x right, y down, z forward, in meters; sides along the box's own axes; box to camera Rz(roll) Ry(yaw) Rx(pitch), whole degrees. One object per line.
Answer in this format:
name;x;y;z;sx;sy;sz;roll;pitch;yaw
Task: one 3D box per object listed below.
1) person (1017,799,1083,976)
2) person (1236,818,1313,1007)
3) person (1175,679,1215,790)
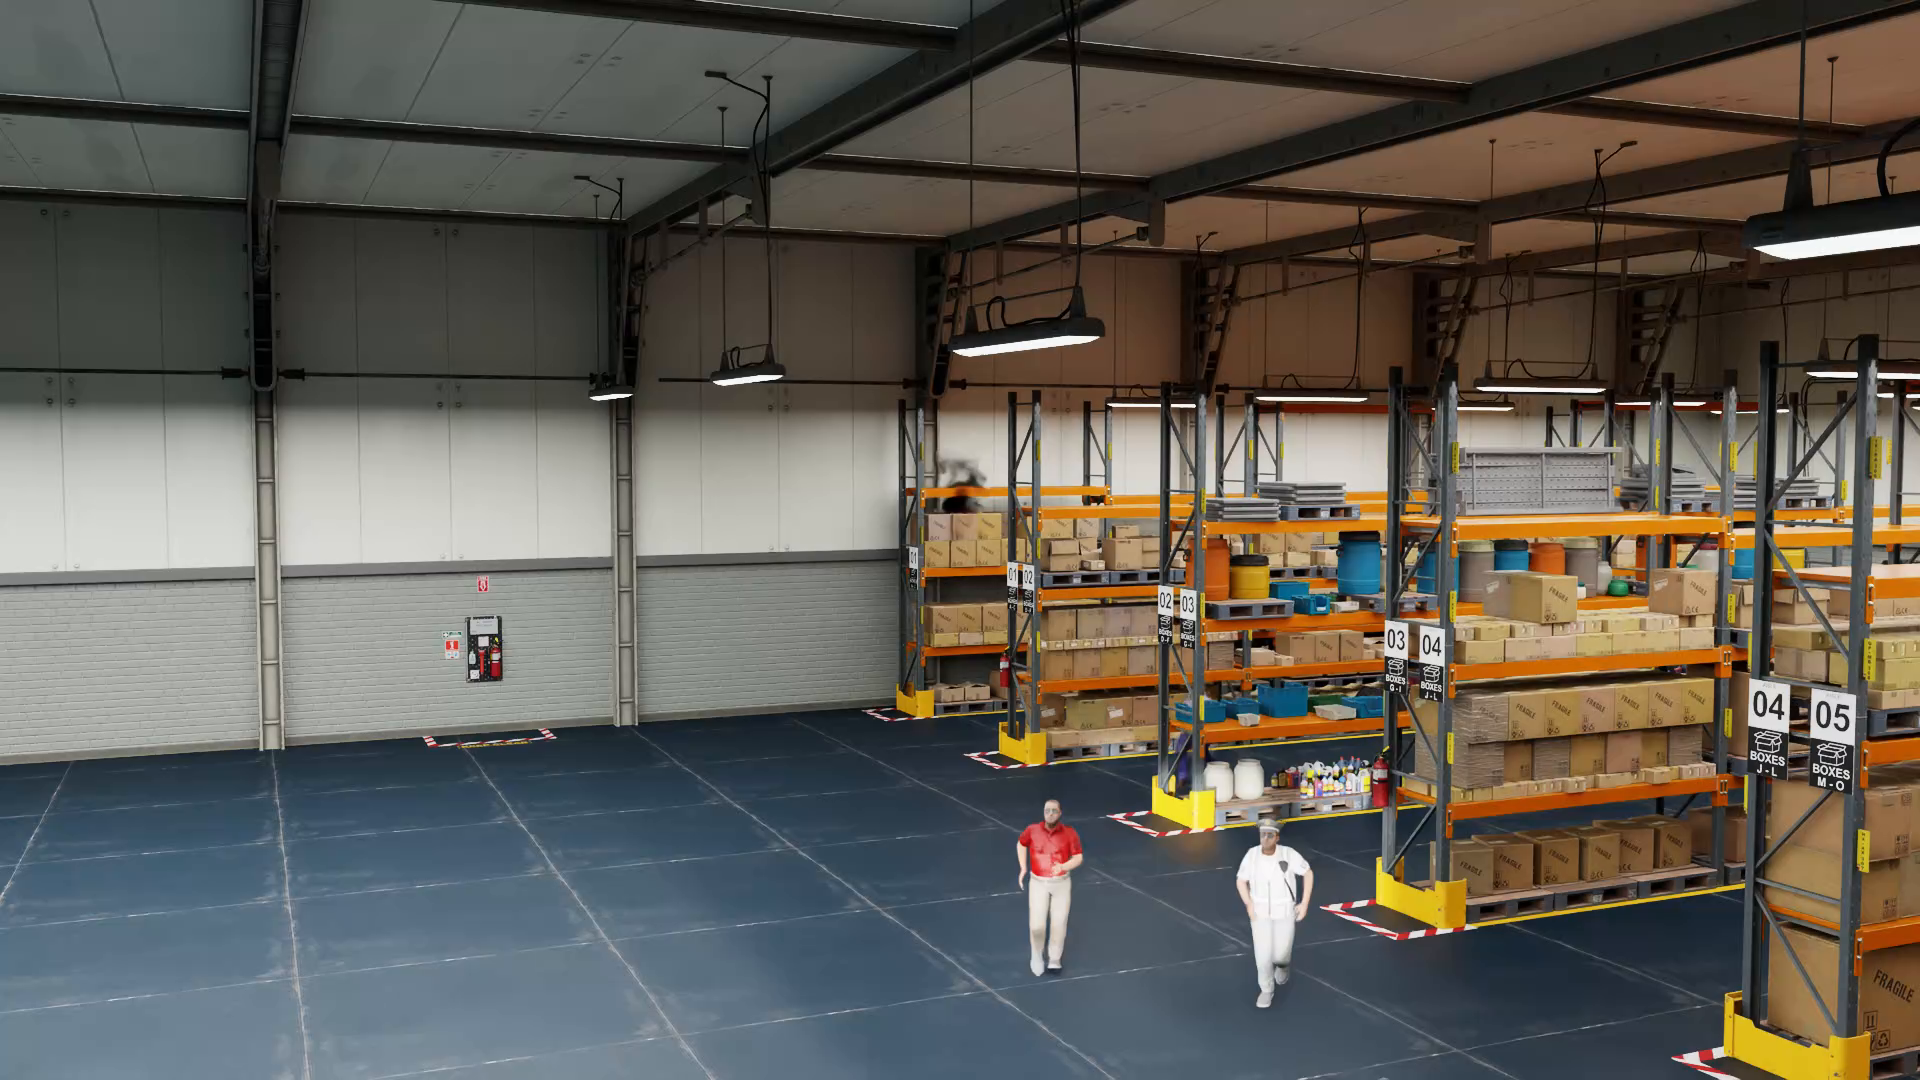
person;0.867;3.370;16.062;0.645;1.719;0.675;0;3;4
person;2.878;3.403;15.271;0.684;1.742;0.668;1;4;19
person;3.526;2.893;24.805;0.737;1.706;0.581;-2;4;-34
